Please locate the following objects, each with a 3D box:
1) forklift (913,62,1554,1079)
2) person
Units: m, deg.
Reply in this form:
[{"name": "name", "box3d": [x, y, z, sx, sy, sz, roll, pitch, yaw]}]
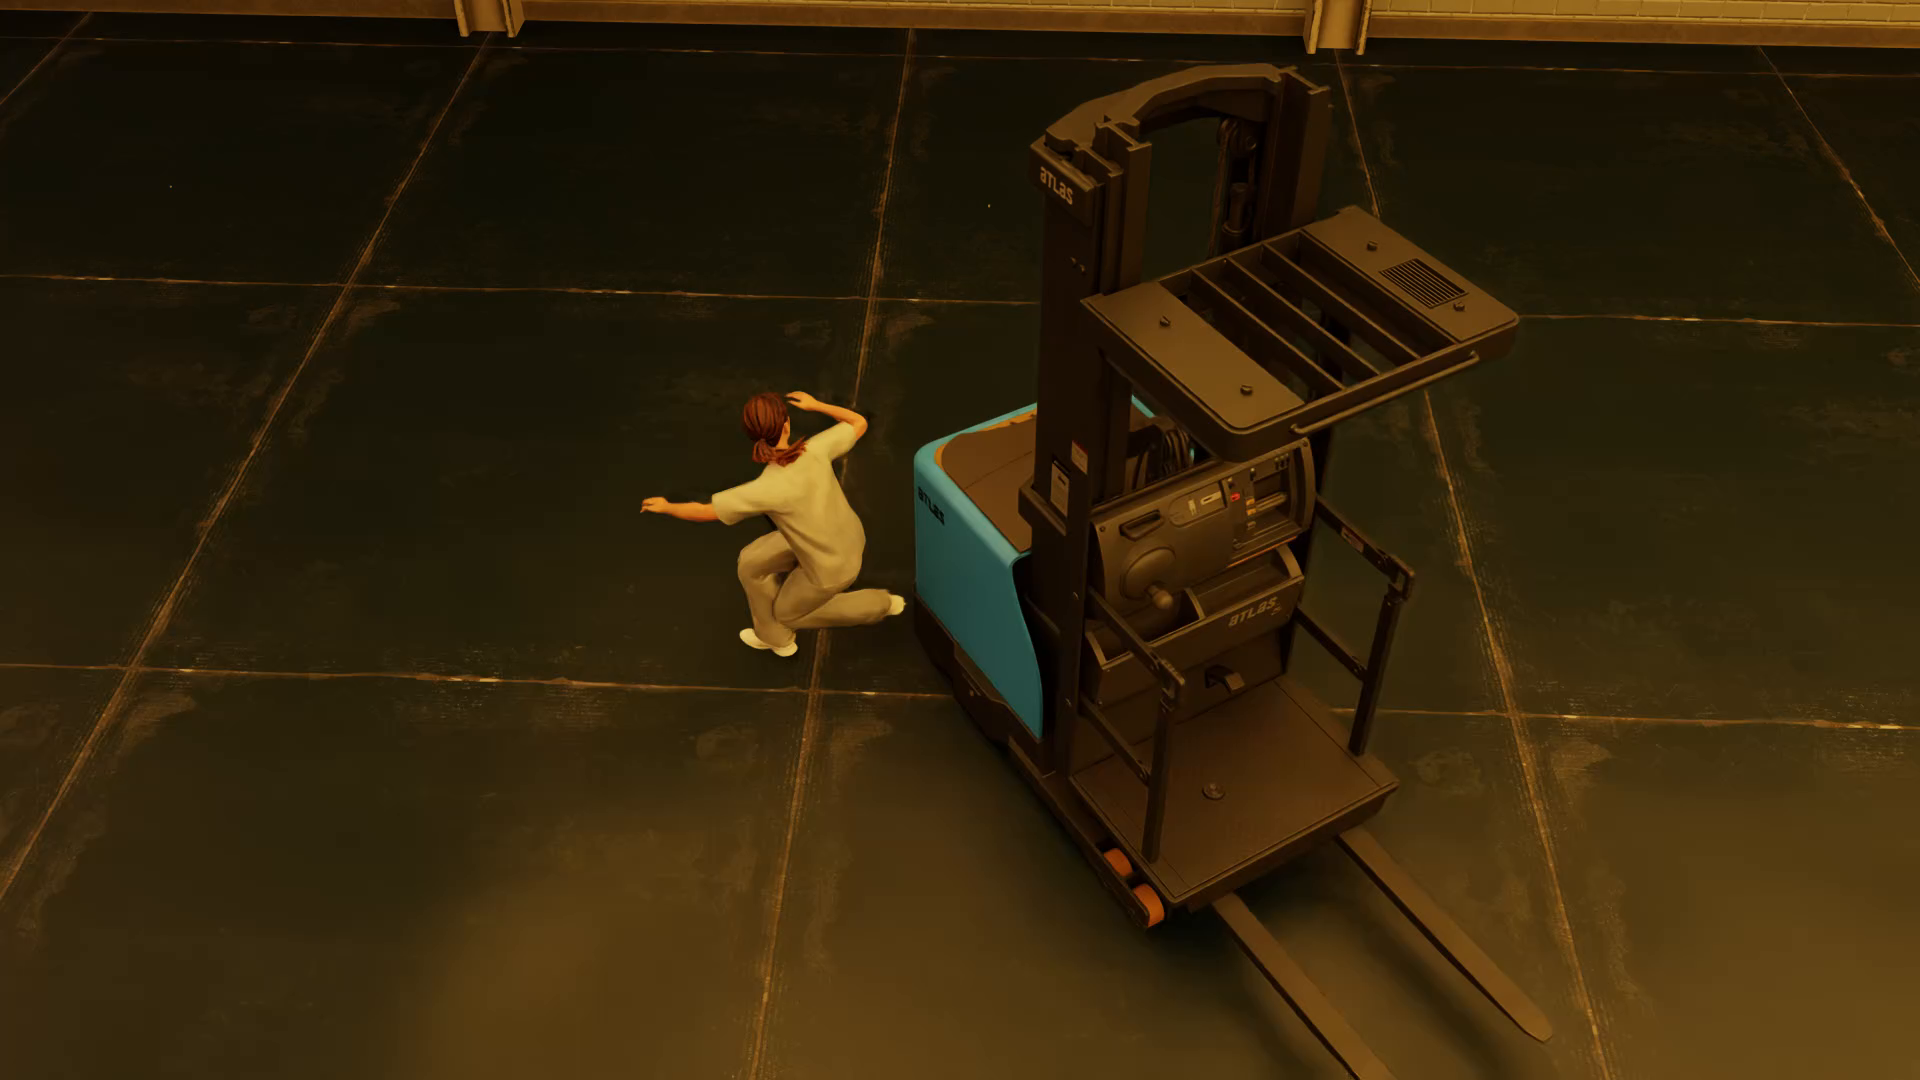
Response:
[{"name": "forklift", "box3d": [0.982, 0.024, 5.716, 1.130, 2.935, 3.031, -22, 47, -22]}, {"name": "person", "box3d": [-0.768, -0.099, 7.002, 1.052, 1.419, 0.734, 8, 43, 9]}]
